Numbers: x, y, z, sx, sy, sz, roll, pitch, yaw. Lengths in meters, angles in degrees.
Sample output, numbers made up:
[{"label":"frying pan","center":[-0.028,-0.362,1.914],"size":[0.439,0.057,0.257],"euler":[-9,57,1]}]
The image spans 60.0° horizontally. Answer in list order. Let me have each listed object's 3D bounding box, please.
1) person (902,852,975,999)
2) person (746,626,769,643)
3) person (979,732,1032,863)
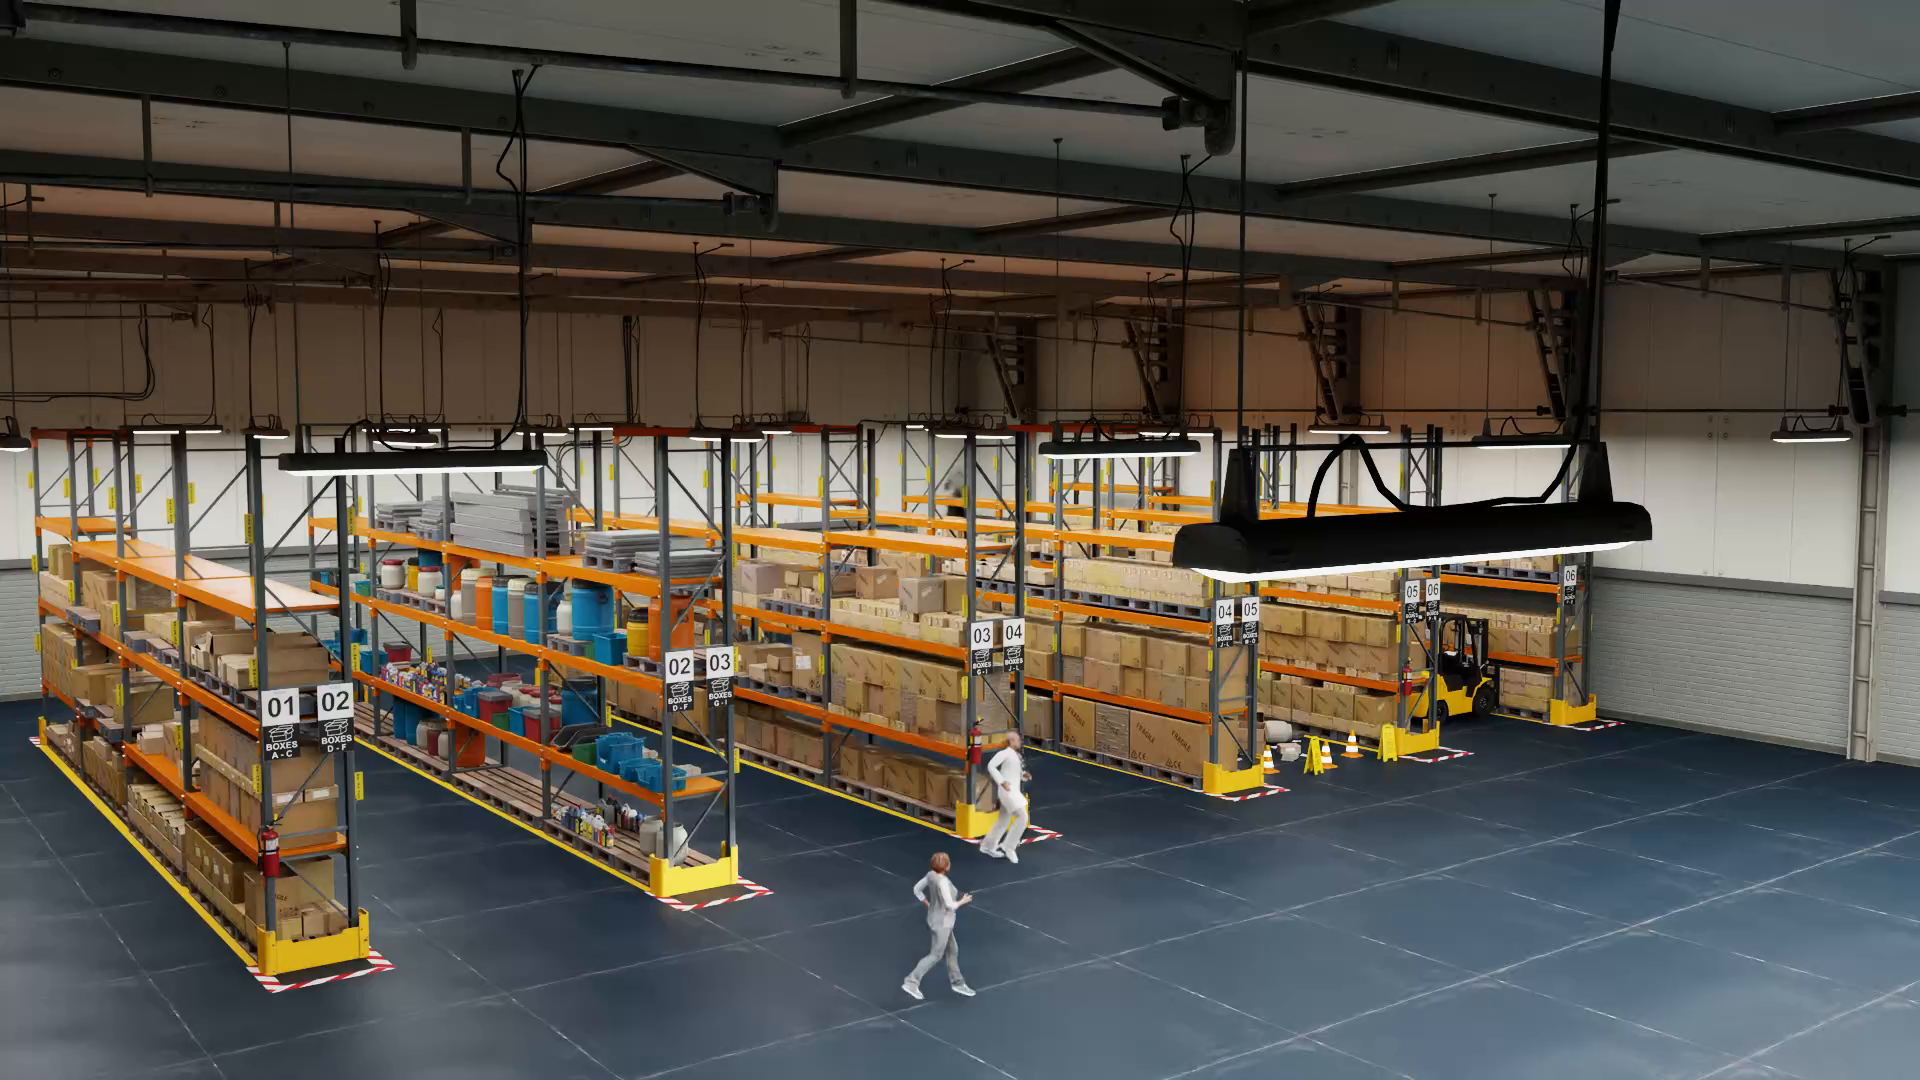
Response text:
[{"label":"person","center":[-0.222,4.116,17.725],"size":[0.838,1.616,0.525],"euler":[-1,5,-16]},{"label":"person","center":[-5.129,1.891,41.753],"size":[0.663,1.761,0.710],"euler":[4,6,44]},{"label":"person","center":[0.649,3.621,23.542],"size":[0.743,1.799,0.695],"euler":[1,5,8]}]
